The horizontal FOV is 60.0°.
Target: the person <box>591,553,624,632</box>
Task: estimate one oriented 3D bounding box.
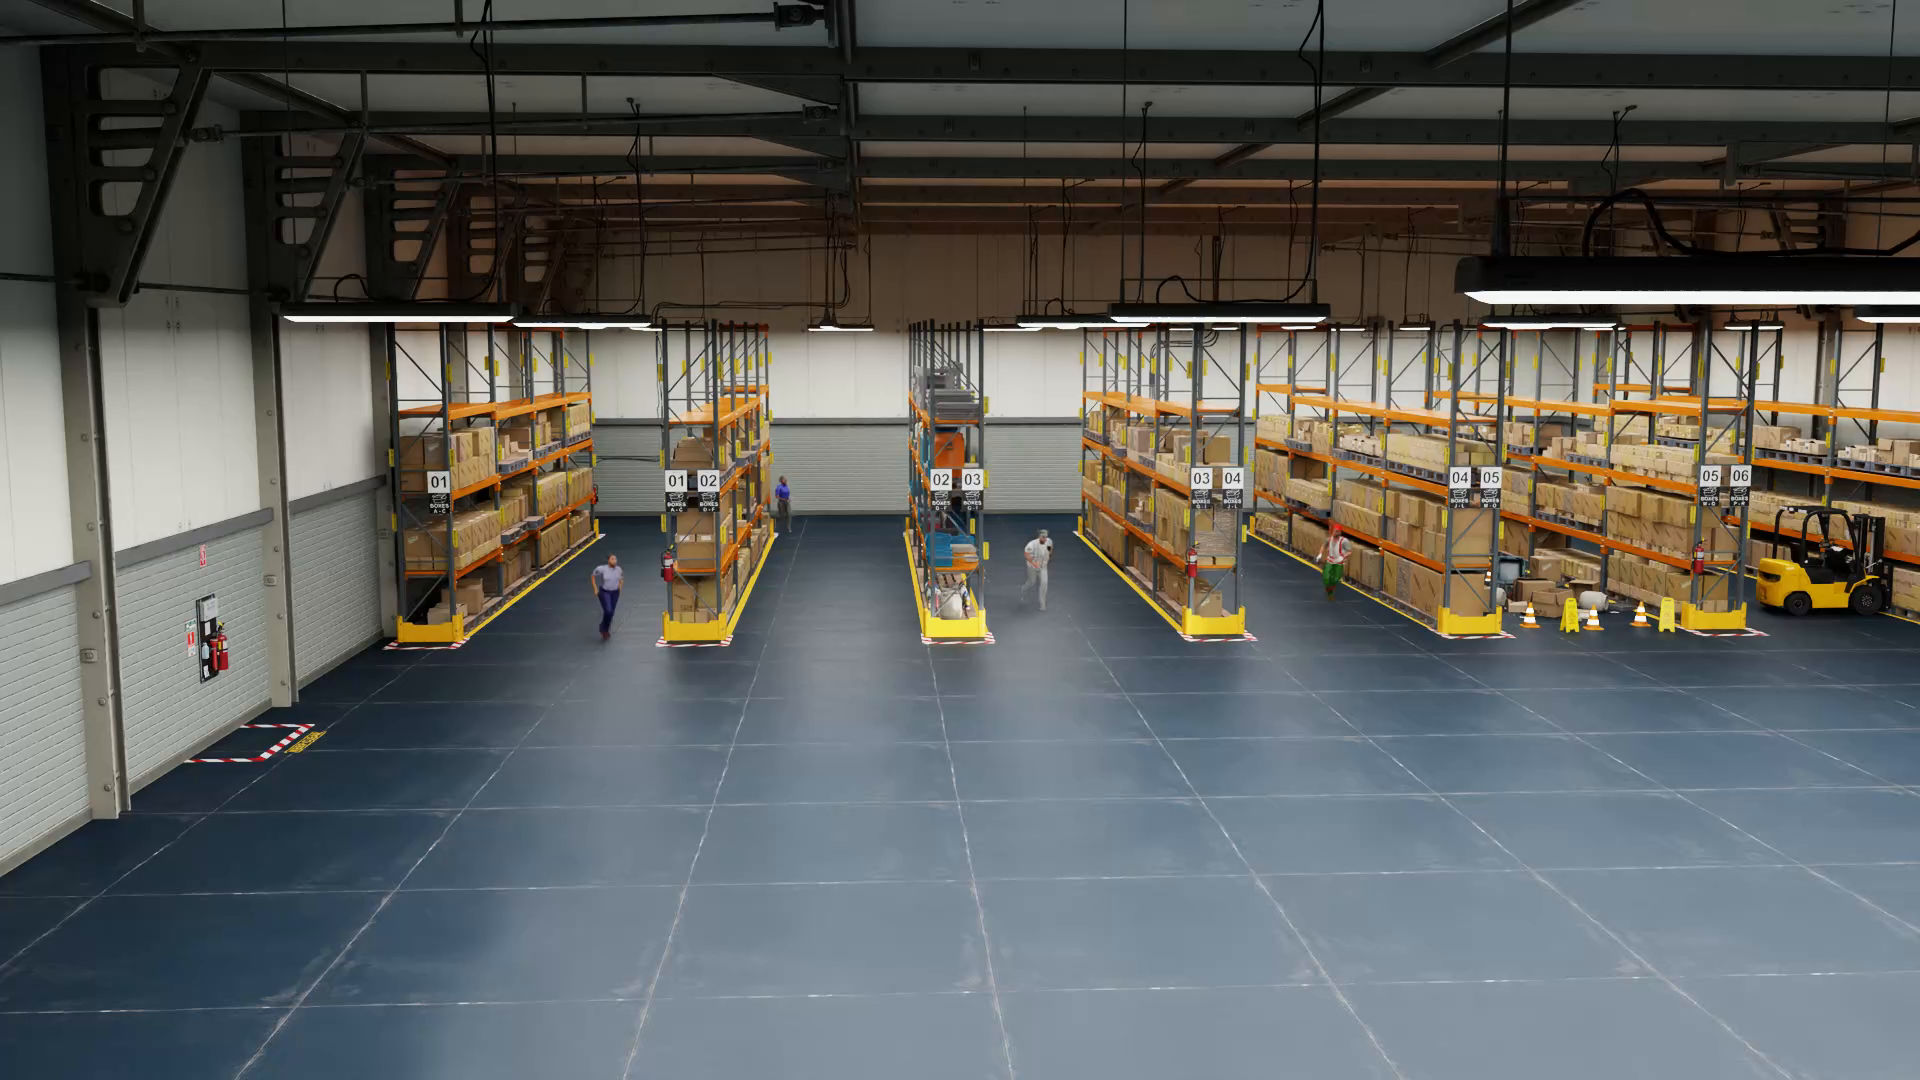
[{"bbox_3d":[-6.627,0.990,31.402,0.582,1.502,0.722,-5,9,-36],"label":"person"}]

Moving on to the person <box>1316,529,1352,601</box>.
[{"bbox_3d":[8.066,0.475,35.785,0.763,1.557,0.552,3,8,24],"label":"person"}]

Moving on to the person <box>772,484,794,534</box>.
[{"bbox_3d":[-5.136,-0.923,48.147,0.841,1.449,0.551,5,9,37],"label":"person"}]

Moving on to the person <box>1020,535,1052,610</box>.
[{"bbox_3d":[1.587,0.607,35.038,0.693,1.691,1.014,-4,8,-30],"label":"person"}]
